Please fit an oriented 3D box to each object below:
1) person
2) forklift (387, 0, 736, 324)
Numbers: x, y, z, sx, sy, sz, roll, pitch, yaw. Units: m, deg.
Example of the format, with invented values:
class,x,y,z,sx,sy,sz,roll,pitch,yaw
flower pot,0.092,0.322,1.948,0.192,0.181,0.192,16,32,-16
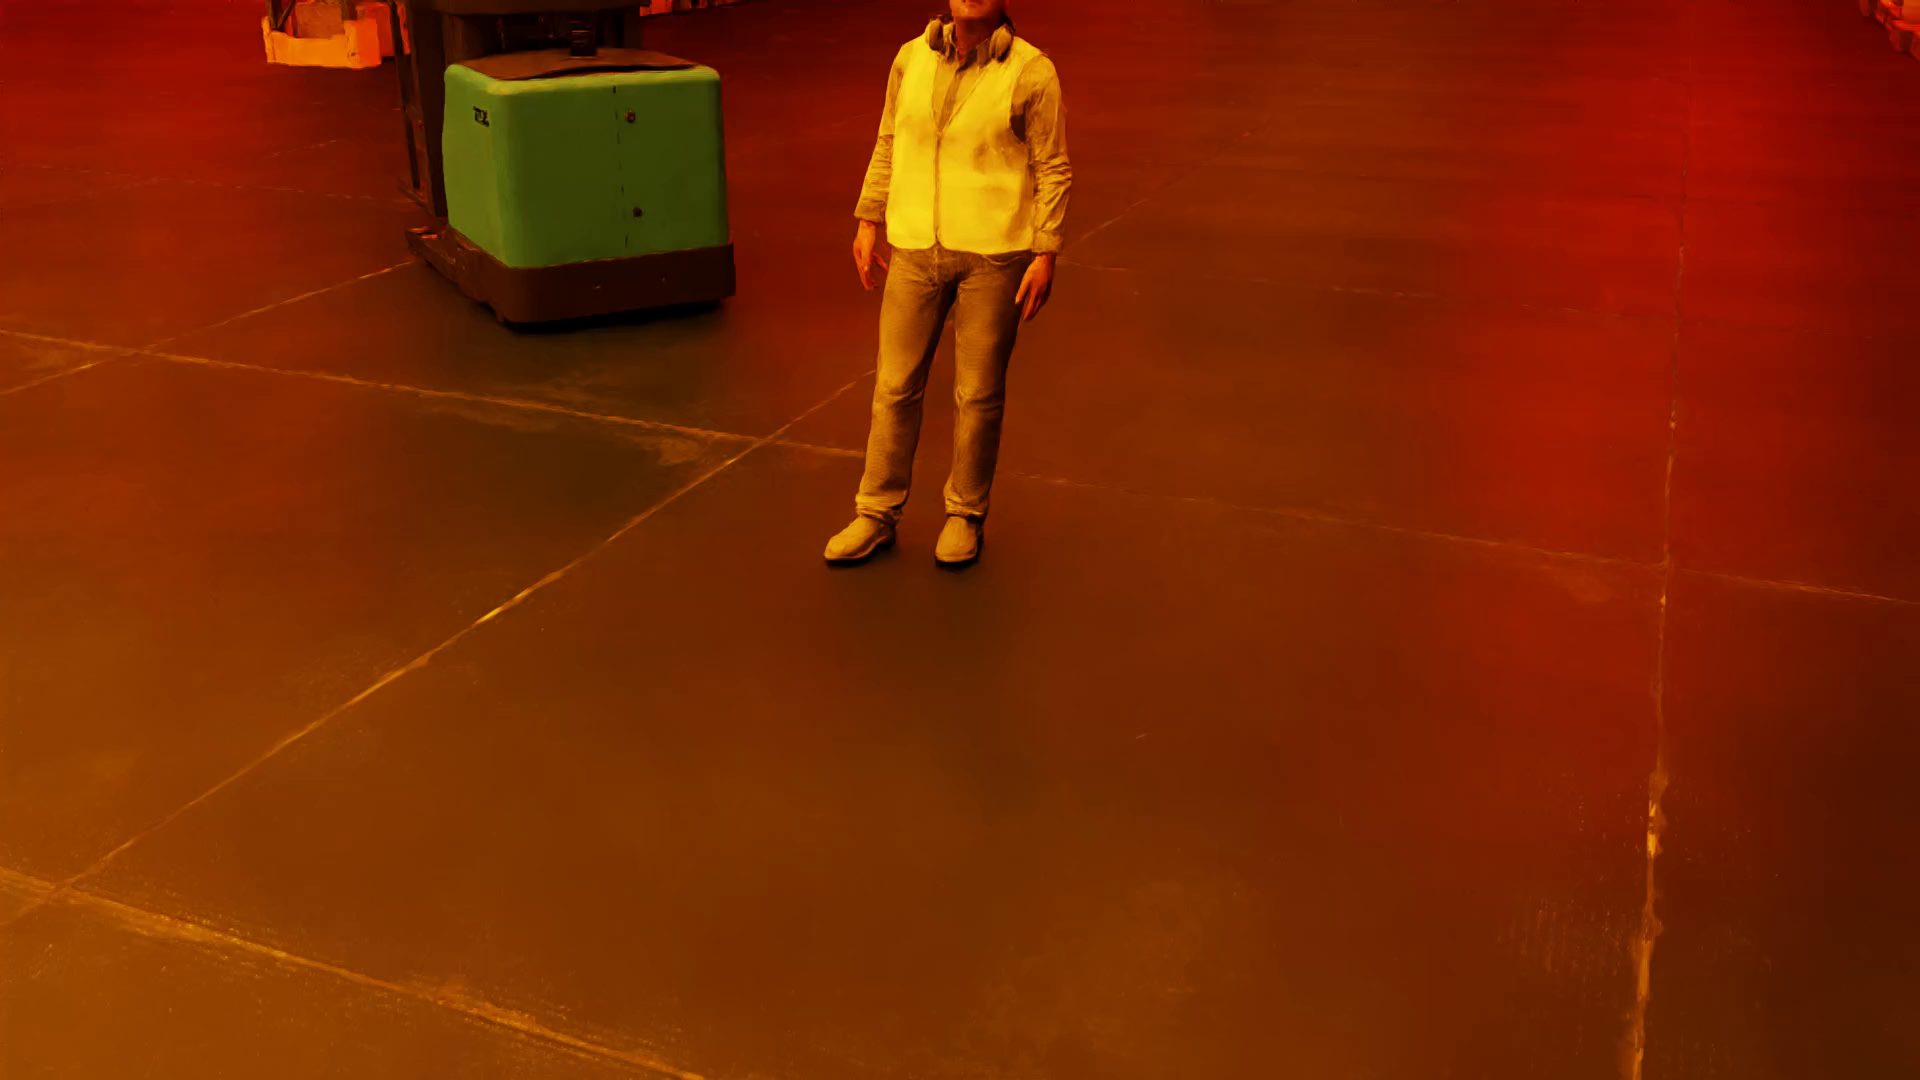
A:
class,x,y,z,sx,sy,sz,roll,pitch,yaw
person,-0.031,-0.804,4.698,0.632,1.773,0.567,9,24,21
forklift,-2.194,-2.807,8.008,1.130,2.935,3.031,-12,26,-27
